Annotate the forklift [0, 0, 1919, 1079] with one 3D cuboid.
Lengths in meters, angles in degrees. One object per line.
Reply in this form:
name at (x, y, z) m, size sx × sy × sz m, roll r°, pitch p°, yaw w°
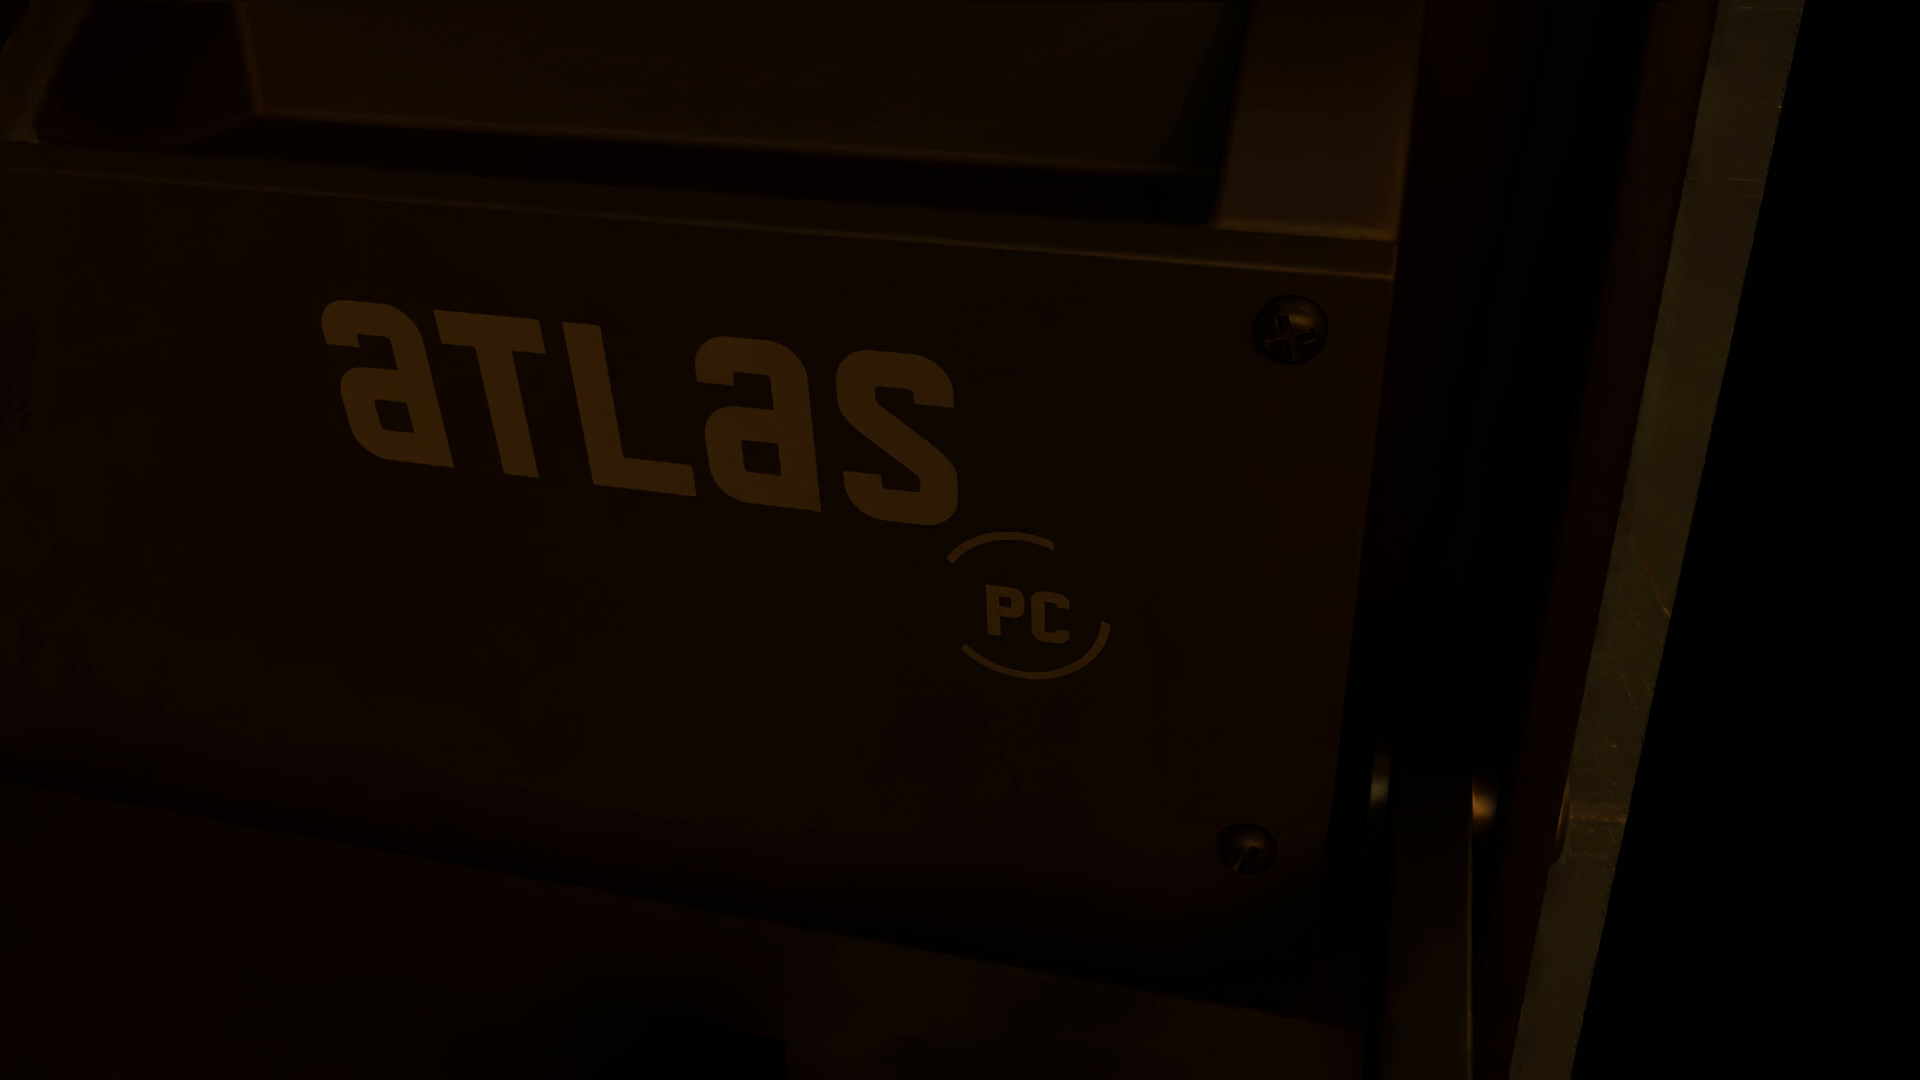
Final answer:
forklift at (-0.365, -0.502, 0.223) m, size 1.130 × 2.935 × 3.031 m, roll 7°, pitch 27°, yaw 14°
